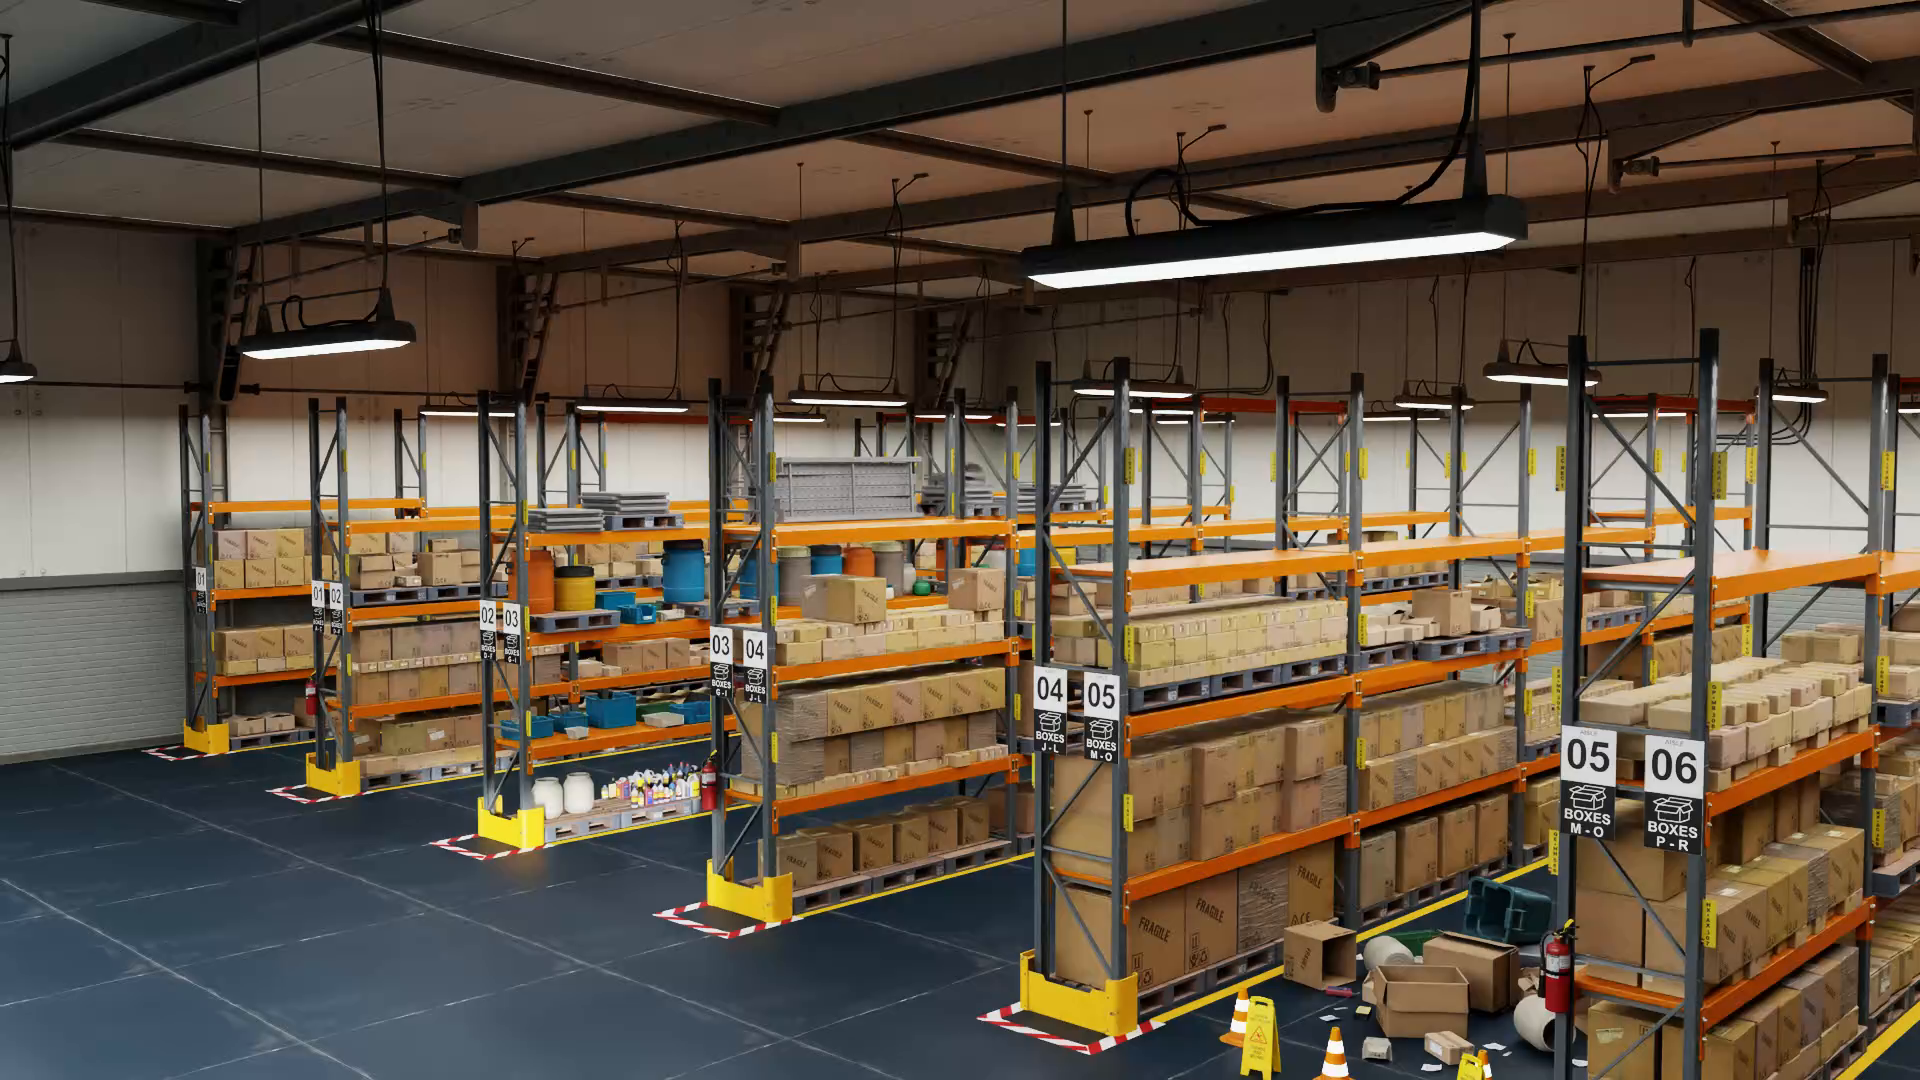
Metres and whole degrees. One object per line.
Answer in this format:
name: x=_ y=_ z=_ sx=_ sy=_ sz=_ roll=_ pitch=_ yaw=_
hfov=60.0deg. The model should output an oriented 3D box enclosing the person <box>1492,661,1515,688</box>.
person: x=9.473 y=2.761 z=28.968 sx=0.728 sy=1.725 sz=0.668 roll=-2 pitch=4 yaw=-31
